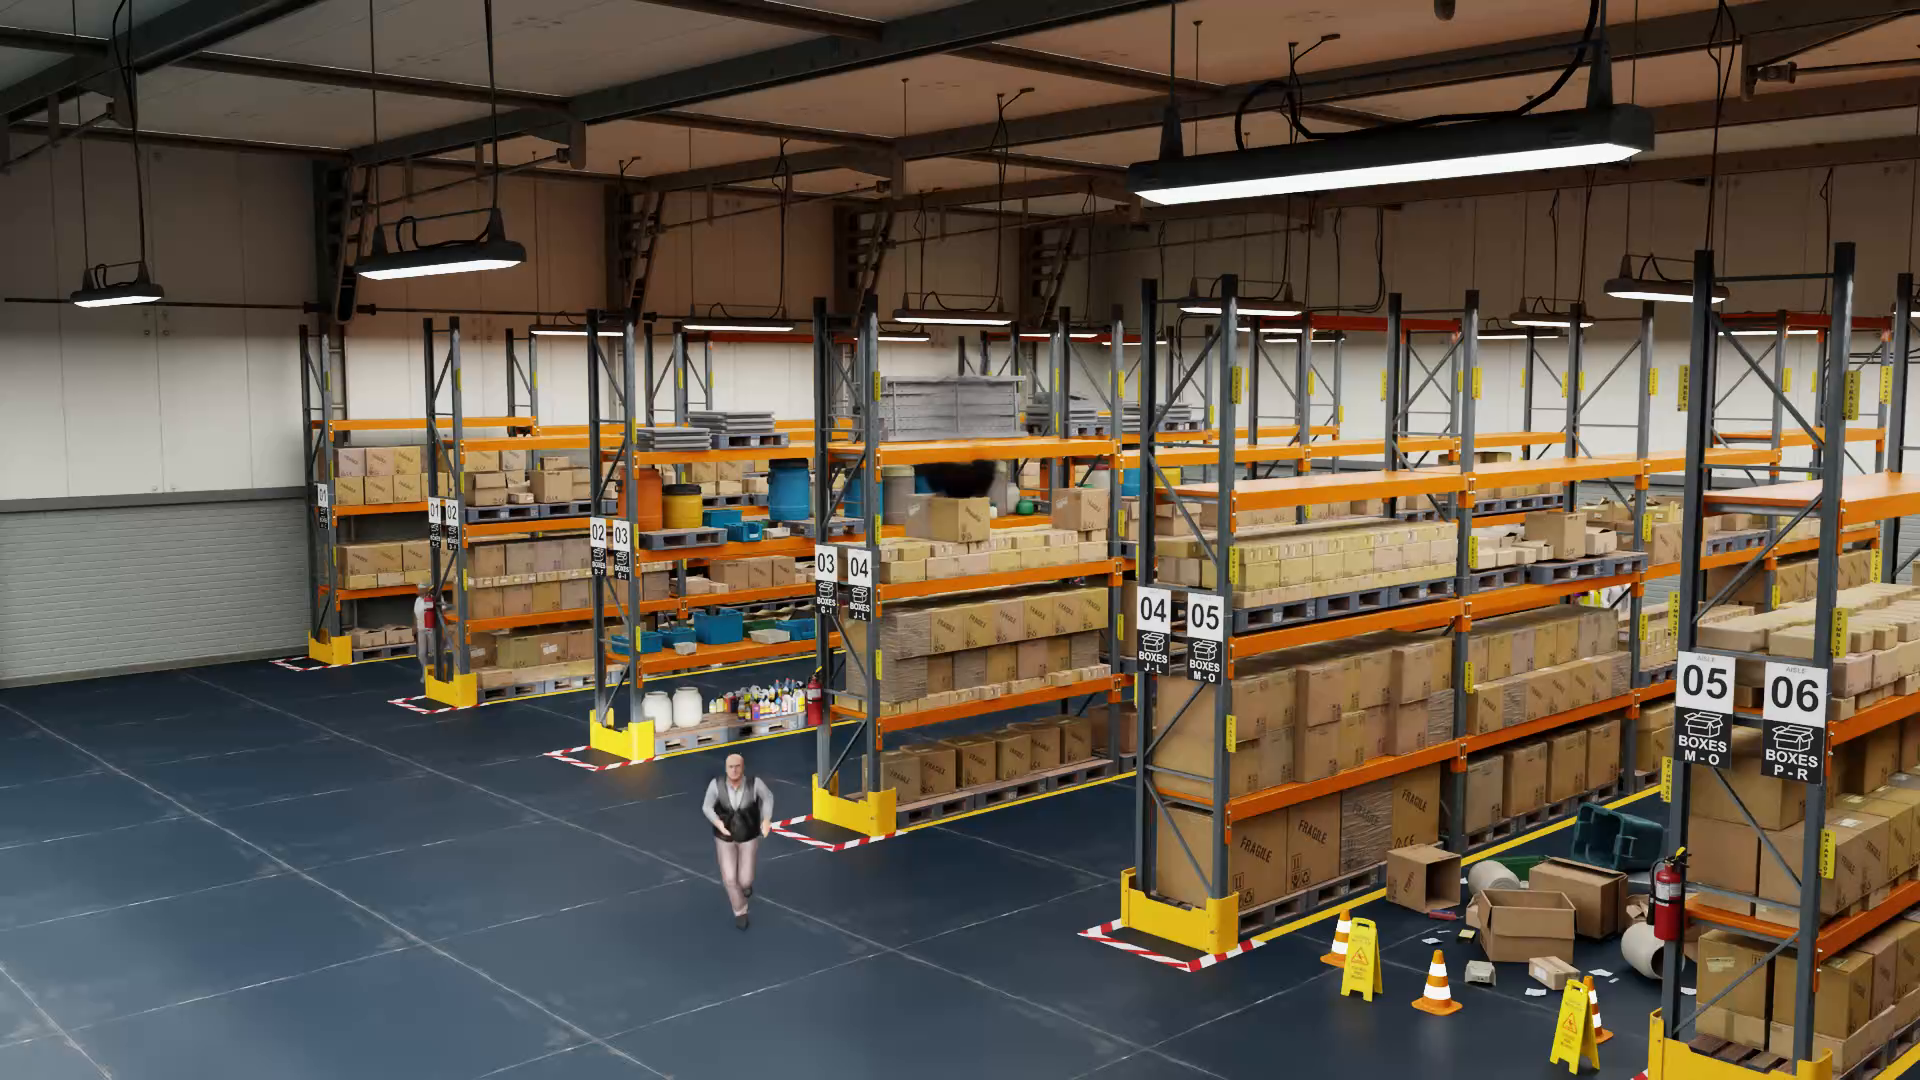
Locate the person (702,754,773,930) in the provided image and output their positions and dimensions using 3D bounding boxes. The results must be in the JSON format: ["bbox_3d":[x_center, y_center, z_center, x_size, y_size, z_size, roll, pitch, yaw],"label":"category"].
[{"bbox_3d":[-2.070,2.783,15.522,0.646,1.668,0.746,0,6,-1],"label":"person"}]

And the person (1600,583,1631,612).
[{"bbox_3d":[11.616,1.352,29.177,0.735,1.740,0.592,0,6,1],"label":"person"}]

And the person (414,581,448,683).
[{"bbox_3d":[-8.901,1.516,28.015,0.576,1.710,0.730,2,6,15],"label":"person"}]

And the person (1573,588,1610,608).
[{"bbox_3d":[11.436,1.301,29.965,0.753,1.706,0.533,-3,6,-27],"label":"person"}]
